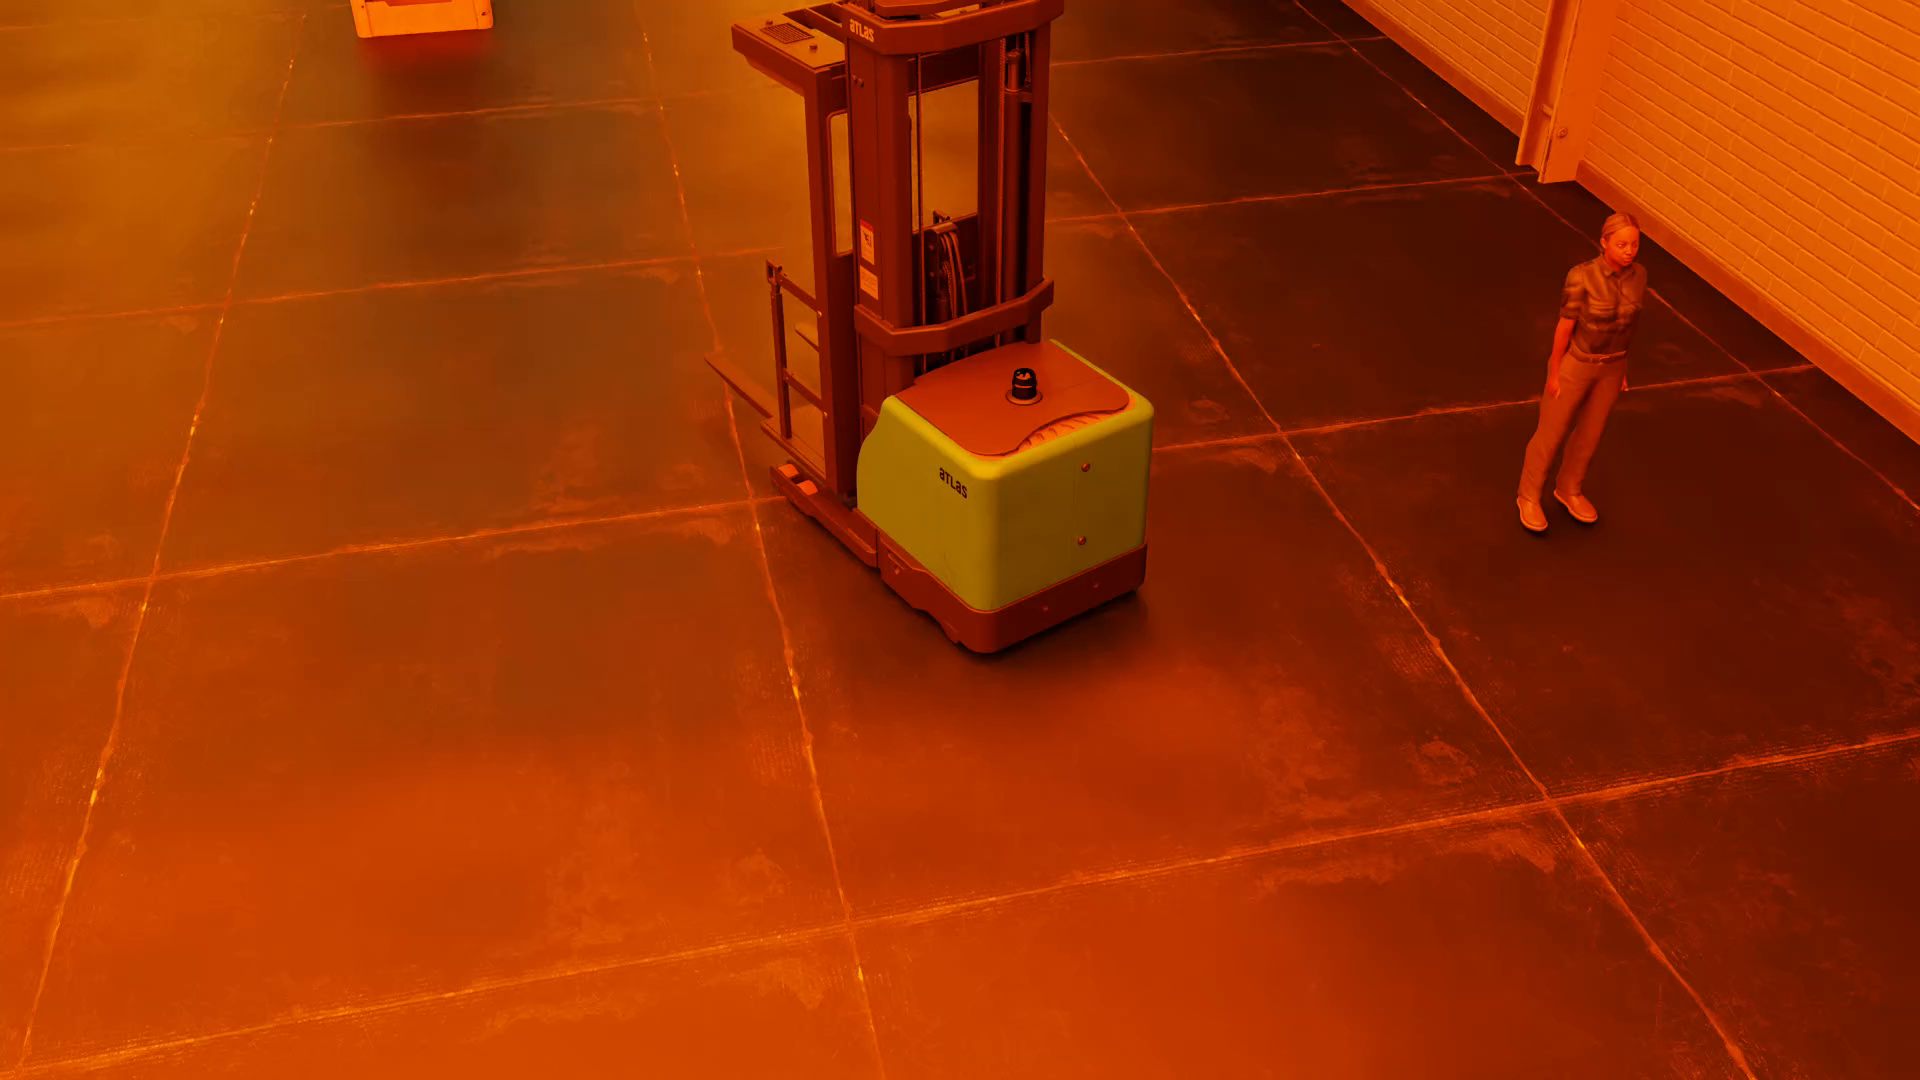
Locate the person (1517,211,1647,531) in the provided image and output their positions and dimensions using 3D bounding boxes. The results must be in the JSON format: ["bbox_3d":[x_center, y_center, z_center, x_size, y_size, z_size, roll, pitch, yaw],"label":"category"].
[{"bbox_3d":[3.110,-0.826,8.226,0.446,1.659,0.337,-8,37,-11],"label":"person"}]

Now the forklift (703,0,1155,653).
[{"bbox_3d":[-0.350,-1.480,8.107,1.130,2.935,3.031,-22,41,-28],"label":"forklift"}]
